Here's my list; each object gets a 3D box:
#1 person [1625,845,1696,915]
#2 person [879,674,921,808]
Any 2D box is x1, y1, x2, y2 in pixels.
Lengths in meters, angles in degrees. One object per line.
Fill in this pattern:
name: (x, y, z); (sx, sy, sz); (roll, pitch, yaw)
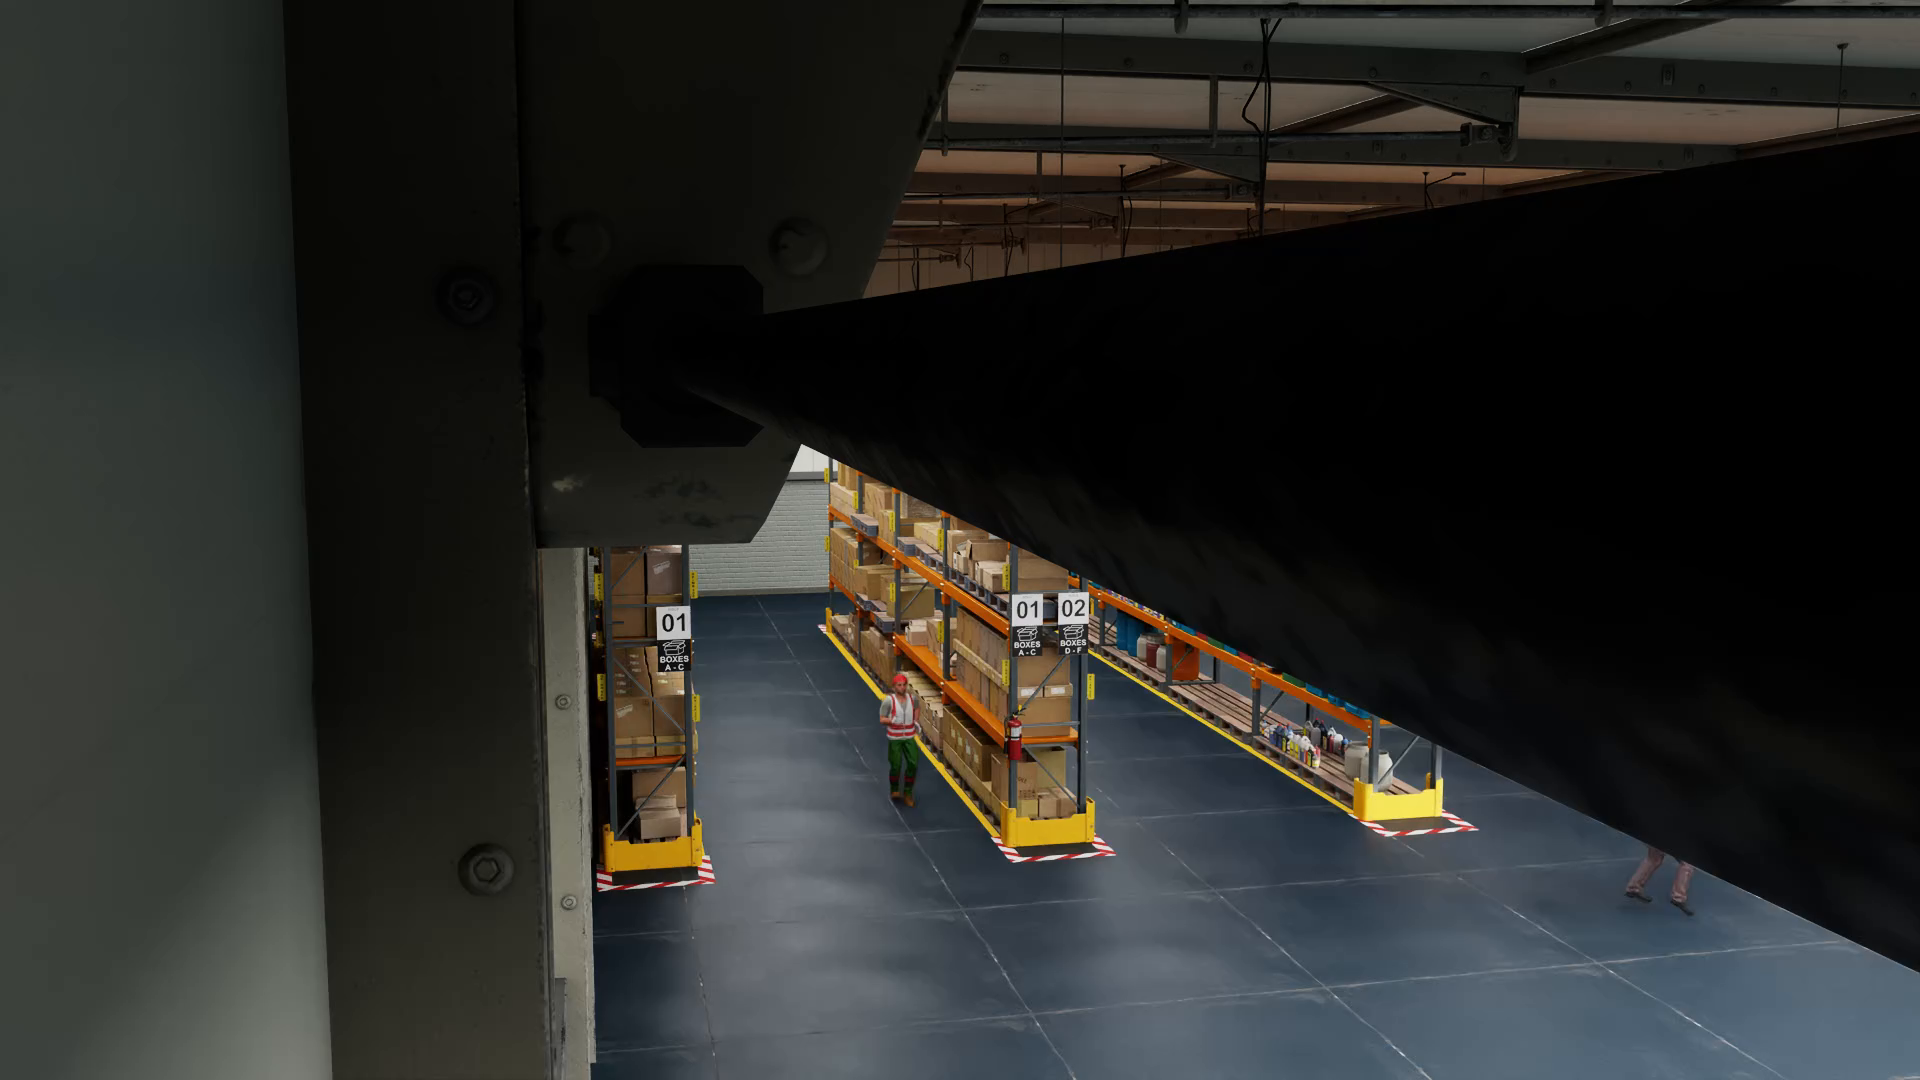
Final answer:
person: (7.860, 3.285, 18.530); (0.767, 1.782, 0.625); (1, 7, 5)
person: (-0.791, 2.750, 22.761); (0.630, 1.832, 0.703); (-2, 7, -15)
